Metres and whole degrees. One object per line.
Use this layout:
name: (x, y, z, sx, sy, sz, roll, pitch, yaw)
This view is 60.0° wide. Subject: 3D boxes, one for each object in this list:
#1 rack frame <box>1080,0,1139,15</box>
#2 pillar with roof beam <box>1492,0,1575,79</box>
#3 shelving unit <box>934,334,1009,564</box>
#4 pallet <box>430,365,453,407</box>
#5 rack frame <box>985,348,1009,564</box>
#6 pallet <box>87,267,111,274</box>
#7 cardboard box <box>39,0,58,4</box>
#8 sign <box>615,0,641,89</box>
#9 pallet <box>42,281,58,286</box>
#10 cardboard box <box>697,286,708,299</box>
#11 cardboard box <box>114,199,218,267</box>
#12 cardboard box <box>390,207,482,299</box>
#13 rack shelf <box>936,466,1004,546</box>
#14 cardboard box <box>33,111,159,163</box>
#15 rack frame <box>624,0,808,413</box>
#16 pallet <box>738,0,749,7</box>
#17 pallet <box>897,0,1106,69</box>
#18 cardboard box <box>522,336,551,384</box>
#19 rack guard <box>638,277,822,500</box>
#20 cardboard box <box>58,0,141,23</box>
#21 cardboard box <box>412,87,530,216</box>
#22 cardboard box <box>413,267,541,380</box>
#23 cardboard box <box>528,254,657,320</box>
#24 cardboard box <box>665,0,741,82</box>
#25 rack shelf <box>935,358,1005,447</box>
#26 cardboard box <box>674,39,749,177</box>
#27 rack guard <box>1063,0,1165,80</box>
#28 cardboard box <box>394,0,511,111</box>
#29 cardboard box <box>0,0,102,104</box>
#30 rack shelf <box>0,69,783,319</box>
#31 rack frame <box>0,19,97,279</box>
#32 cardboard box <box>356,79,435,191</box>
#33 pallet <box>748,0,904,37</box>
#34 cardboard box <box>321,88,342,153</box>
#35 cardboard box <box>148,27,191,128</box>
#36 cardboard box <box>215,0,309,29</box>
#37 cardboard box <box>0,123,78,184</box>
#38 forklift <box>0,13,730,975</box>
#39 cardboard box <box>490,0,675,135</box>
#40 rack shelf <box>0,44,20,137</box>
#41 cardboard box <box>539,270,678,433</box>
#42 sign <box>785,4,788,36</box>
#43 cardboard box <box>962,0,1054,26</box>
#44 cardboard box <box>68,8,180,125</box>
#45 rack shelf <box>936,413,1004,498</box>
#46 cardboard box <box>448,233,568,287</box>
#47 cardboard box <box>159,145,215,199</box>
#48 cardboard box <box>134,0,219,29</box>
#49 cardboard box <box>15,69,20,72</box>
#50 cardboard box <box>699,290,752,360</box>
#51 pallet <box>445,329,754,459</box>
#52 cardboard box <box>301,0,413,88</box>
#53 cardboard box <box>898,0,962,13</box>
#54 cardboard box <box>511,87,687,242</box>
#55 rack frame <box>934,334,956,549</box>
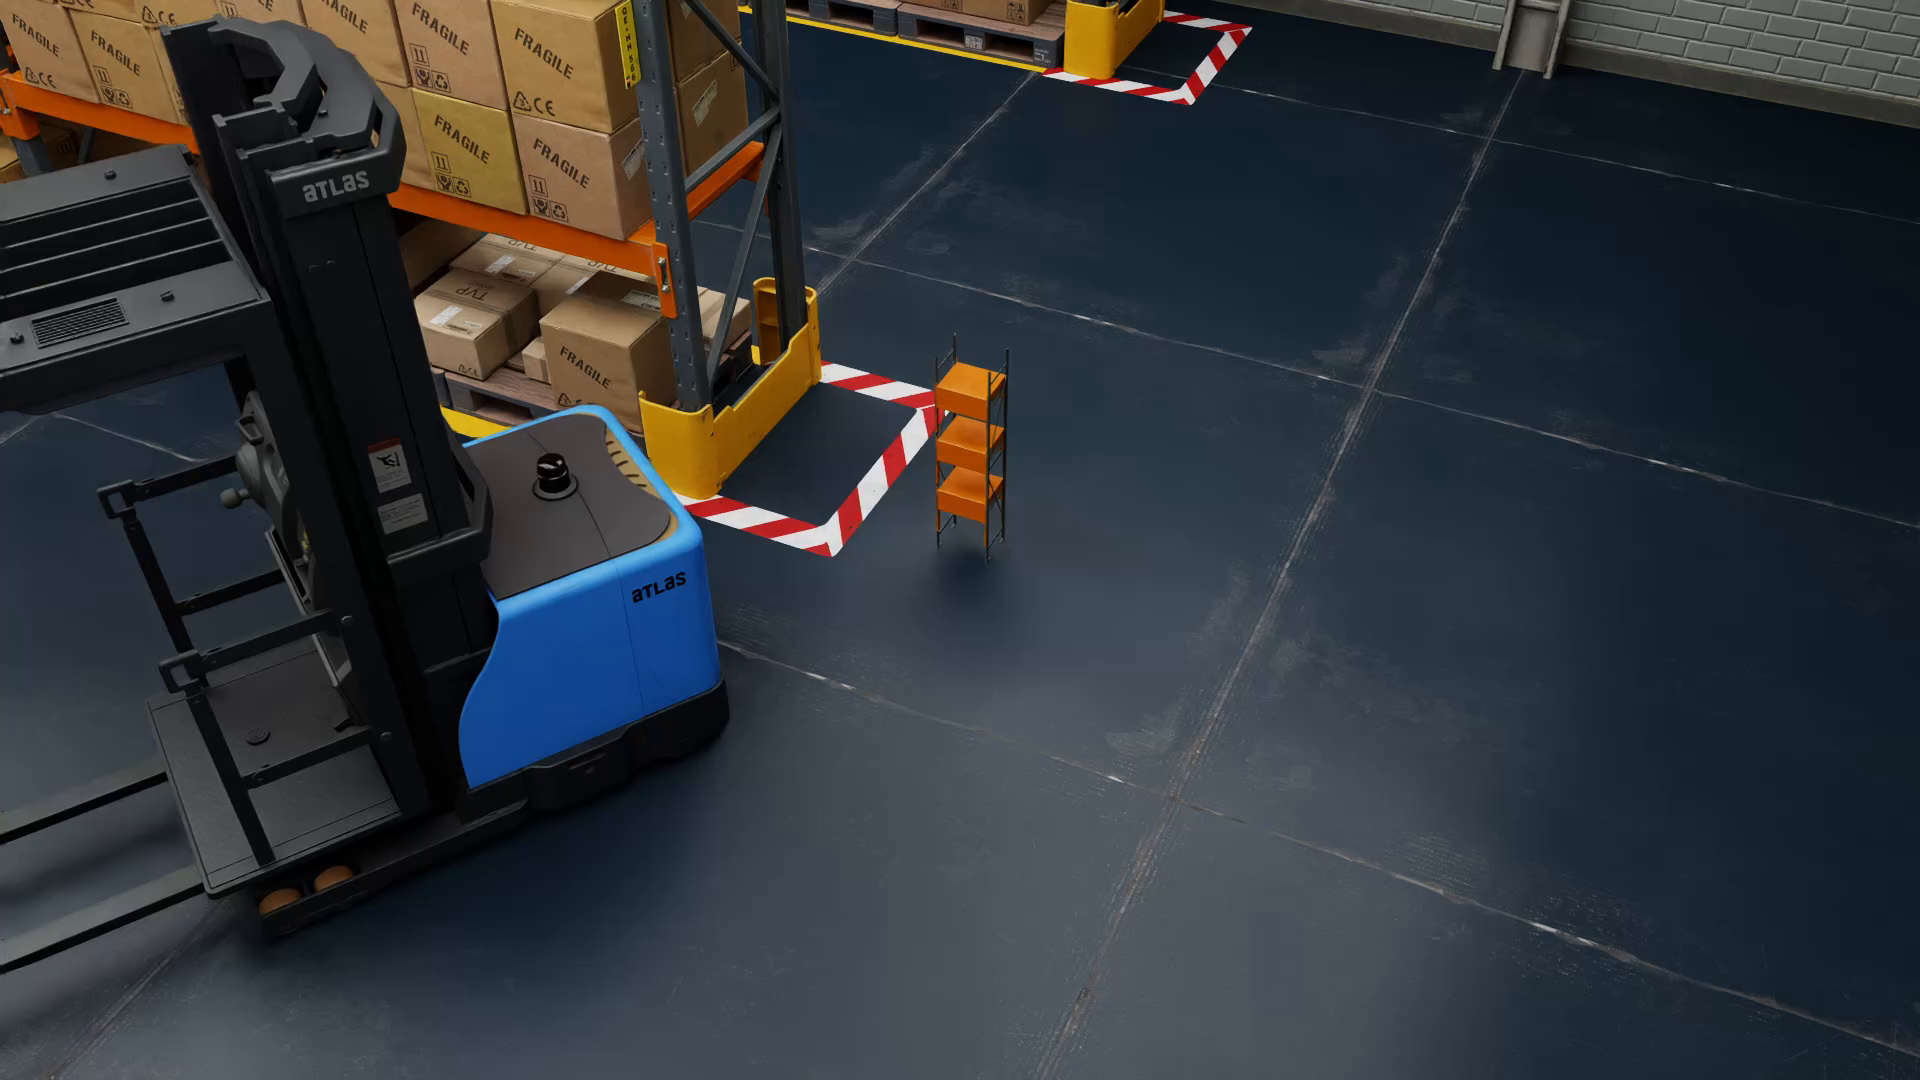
rack frame: (1.063, -4.622, 10.677, 0.127, 3.000, 1.000, 17, 44, 19)
pillar with roof beam: (2.056, -4.100, 5.494, 0.400, 9.000, 9.100, 17, 44, 19)
shelving unit: (0.048, -0.382, 7.273, 0.252, 1.050, 0.215, 17, 44, 19)
pallet: (-2.921, -1.207, 8.866, 1.213, 0.211, 1.003, 17, 44, 19)
rack frame: (0.159, -0.348, 7.234, 0.008, 1.050, 0.200, 17, 44, 19)
pallet: (-4.031, -1.544, 9.255, 1.213, 0.211, 1.003, 17, 44, 19)
cardboard box: (-4.345, -2.907, 7.858, 0.500, 0.500, 0.500, 18, 44, 20)
sign: (-1.280, -1.914, 6.427, 0.005, 0.325, 0.100, 17, 44, 19)
pallet: (-5.406, -1.938, 9.709, 1.213, 0.211, 1.003, 17, 44, 19)
cardboard box: (-1.488, -1.166, 8.516, 0.250, 0.166, 0.380, 17, 44, 19)
cardboard box: (-4.364, -1.694, 9.016, 0.500, 0.311, 0.500, 17, 44, 19)
cardboard box: (-2.948, -1.495, 8.638, 0.637, 0.503, 0.797, 17, 44, 19)
rack shelf: (0.048, -0.164, 7.462, 0.240, 0.259, 0.215, 17, 44, 19)
cardboard box: (-4.988, -2.289, 9.557, 0.500, 0.500, 0.500, 15, 43, 17)
rack frame: (-1.028, -1.681, 7.283, 0.127, 3.000, 1.000, 17, 44, 19)
pallet: (-1.906, -4.419, 12.572, 1.213, 0.211, 1.003, 17, 44, 19)
pallet: (0.306, -3.744, 11.792, 1.213, 0.211, 1.003, 17, 44, 19)
cardboard box: (-1.954, -0.947, 8.263, 0.250, 0.166, 0.380, 17, 44, 19)
rack guard: (-1.097, -0.758, 8.126, 0.348, 0.500, 1.175, 17, 44, 19)
cardboard box: (-3.877, -2.764, 7.693, 0.500, 0.500, 0.500, 16, 43, 17)
cardboard box: (-2.020, -1.823, 7.371, 0.500, 0.500, 0.500, 17, 44, 19)
cardboard box: (-2.473, -1.094, 8.369, 0.500, 0.250, 0.500, 17, 44, 19)
cardboard box: (-1.854, -1.266, 8.568, 0.500, 0.250, 0.500, 17, 44, 19)
cardboard box: (-1.318, -2.376, 7.245, 0.500, 0.500, 0.500, 18, 44, 20)
rack shelf: (0.048, -0.588, 7.094, 0.240, 0.259, 0.215, 17, 44, 19)
cardboard box: (-1.318, -1.998, 7.573, 0.500, 0.500, 0.500, 18, 44, 20)
rack guard: (1.085, -3.671, 11.488, 0.348, 0.500, 1.175, 17, 44, 19)
cardboard box: (-2.005, -2.196, 7.038, 0.500, 0.500, 0.500, 18, 44, 20)
cardboard box: (-4.306, -2.524, 8.179, 0.500, 0.500, 0.500, 18, 44, 20)
rack shelf: (-2.840, -1.963, 8.158, 4.000, 0.370, 1.077, 17, 44, 19)
rack frame: (-4.653, -2.789, 8.561, 0.127, 3.000, 1.000, 17, 44, 19)
cardboard box: (-2.470, -1.964, 7.534, 0.500, 0.500, 0.500, 17, 44, 19)
pallet: (-0.796, -4.082, 12.183, 1.213, 0.211, 1.003, 17, 44, 19)
cardboard box: (-2.927, -2.104, 7.695, 0.500, 0.500, 0.500, 16, 44, 18)
cardboard box: (-3.388, -2.244, 7.856, 0.500, 0.500, 0.500, 17, 44, 18)
cardboard box: (-2.943, -2.479, 7.364, 0.500, 0.500, 0.500, 18, 44, 20)
cardboard box: (-5.221, -1.977, 9.197, 0.500, 0.500, 0.500, 17, 44, 18)
forklift: (-2.452, -0.086, 5.496, 3.031, 2.935, 1.130, -22, 46, -23)
cardboard box: (-1.547, -2.057, 6.877, 0.500, 0.500, 0.500, 17, 44, 18)
rack shelf: (-6.465, -3.071, 9.436, 4.000, 0.370, 1.077, 17, 44, 19)
cardboard box: (-1.625, -0.907, 7.963, 0.500, 0.500, 0.500, 17, 44, 19)
sign: (-0.798, -2.330, 7.371, 0.005, 0.325, 0.100, 17, 44, 19)
cardboard box: (0.387, -3.971, 11.513, 0.500, 0.500, 0.700, 17, 44, 19)
cardboard box: (-3.841, -2.384, 8.018, 0.500, 0.500, 0.500, 18, 44, 19)
rack shelf: (0.048, -0.374, 7.280, 0.240, 0.259, 0.215, 17, 44, 19)
cardboard box: (-2.307, -1.404, 8.727, 0.500, 0.250, 0.500, 17, 44, 19)
cardboard box: (-4.016, -2.021, 9.248, 0.500, 0.500, 0.500, 17, 44, 19)
cardboard box: (-3.411, -2.622, 7.529, 0.500, 0.500, 0.500, 16, 43, 17)
cardboard box: (-5.476, -2.430, 9.720, 0.500, 0.500, 0.500, 18, 44, 19)
cardboard box: (-1.262, -1.090, 8.442, 0.250, 0.149, 0.380, 17, 44, 19)
pallet: (-1.819, -0.869, 8.475, 1.213, 0.211, 1.003, 17, 44, 19)
cardboard box: (-2.477, -2.337, 7.200, 0.500, 0.500, 0.500, 18, 44, 20)
cardboard box: (-0.067, -4.110, 11.673, 0.500, 0.500, 0.700, 17, 44, 19)
cardboard box: (-1.549, -1.681, 7.207, 0.500, 0.500, 0.500, 18, 44, 20)
rack frame: (-0.062, -0.416, 7.312, 0.008, 1.050, 0.200, 17, 44, 19)
